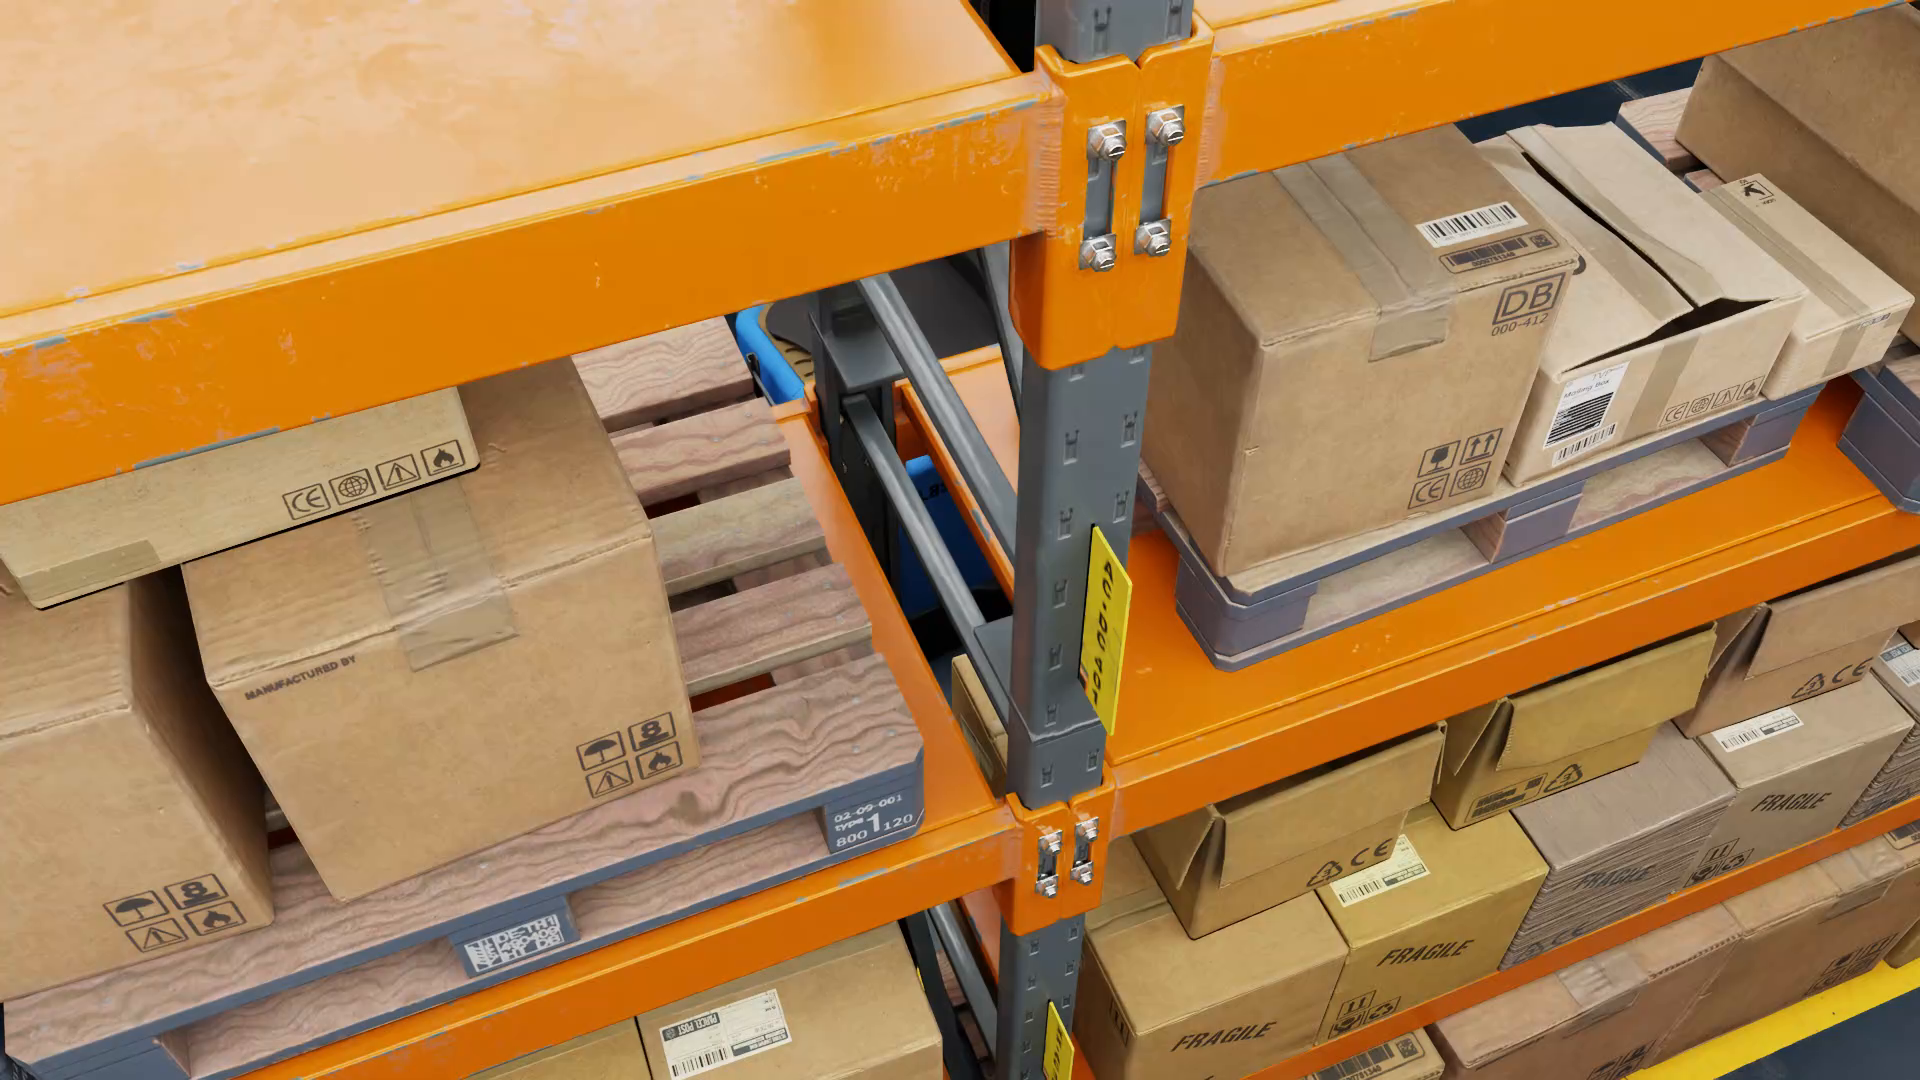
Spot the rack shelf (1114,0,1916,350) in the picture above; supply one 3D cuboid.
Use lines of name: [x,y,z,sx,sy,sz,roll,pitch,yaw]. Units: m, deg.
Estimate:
rack shelf: [1.825,-1.258,2.477,4.000,0.370,1.077,-17,52,-14]

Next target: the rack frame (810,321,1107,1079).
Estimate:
rack frame: [-0.026,0.905,3.836,0.127,3.000,1.000,-17,52,-14]

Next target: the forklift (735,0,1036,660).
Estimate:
forklift: [0.716,-1.338,5.808,3.031,2.935,1.130,-25,54,-20]

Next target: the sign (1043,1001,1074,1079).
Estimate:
sign: [0.185,0.987,3.143,0.005,0.325,0.100,-17,52,-14]

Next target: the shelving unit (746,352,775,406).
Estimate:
shelving unit: [-1.056,0.075,5.785,1.048,1.125,0.538,-21,53,-17]

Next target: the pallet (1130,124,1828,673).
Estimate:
pallet: [0.804,-0.307,3.026,1.217,0.209,0.805,-19,52,-16]

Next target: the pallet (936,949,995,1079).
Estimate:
pallet: [0.659,1.540,5.129,1.213,0.211,1.003,-17,52,-14]

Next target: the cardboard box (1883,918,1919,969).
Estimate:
cardboard box: [3.030,0.497,5.311,0.875,0.875,1.225,-19,52,-16]

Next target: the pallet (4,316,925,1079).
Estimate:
pallet: [-0.788,0.184,2.537,1.213,0.211,1.003,-17,52,-14]

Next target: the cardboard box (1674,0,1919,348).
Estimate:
cardboard box: [1.793,-0.789,2.969,0.637,0.503,0.797,-18,52,-15]

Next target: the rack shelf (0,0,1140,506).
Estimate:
rack shelf: [-1.878,-0.111,1.492,4.000,0.370,1.077,-17,52,-14]

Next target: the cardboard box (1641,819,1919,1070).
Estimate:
cardboard box: [2.202,0.747,5.096,0.875,0.875,1.225,-17,51,-14]

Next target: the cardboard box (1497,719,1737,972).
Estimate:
cardboard box: [1.422,0.628,4.008,0.500,0.500,0.500,-18,52,-15]

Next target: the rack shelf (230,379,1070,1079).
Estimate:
rack shelf: [-1.878,0.736,2.478,4.000,0.370,1.077,-17,52,-14]

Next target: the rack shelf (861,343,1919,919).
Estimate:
rack shelf: [1.825,-0.411,3.464,4.000,0.370,1.077,-17,52,-14]

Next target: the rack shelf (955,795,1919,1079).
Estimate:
rack shelf: [1.825,0.566,4.602,4.000,0.370,1.077,-17,52,-14]

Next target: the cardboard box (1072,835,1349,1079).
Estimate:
cardboard box: [0.494,0.916,3.761,0.500,0.500,0.500,-17,51,-14]

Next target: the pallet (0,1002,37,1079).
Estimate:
pallet: [-1.915,0.531,2.238,1.213,0.211,1.003,-17,52,-14]

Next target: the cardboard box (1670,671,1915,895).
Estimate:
cardboard box: [1.899,0.476,4.139,0.500,0.500,0.500,-16,51,-14]

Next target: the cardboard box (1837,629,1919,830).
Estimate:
cardboard box: [2.370,0.331,4.263,0.500,0.500,0.500,-19,52,-15]

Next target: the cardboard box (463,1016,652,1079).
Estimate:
cardboard box: [-0.816,1.073,3.100,0.500,0.500,0.500,-17,51,-14]

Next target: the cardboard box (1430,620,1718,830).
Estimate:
cardboard box: [1.202,0.168,3.742,0.637,0.503,0.797,-17,51,-14]

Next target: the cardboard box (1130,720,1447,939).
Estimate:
cardboard box: [0.562,0.357,3.580,0.637,0.503,0.797,-18,52,-15]

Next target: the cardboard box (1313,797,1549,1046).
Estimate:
cardboard box: [0.959,0.772,3.885,0.500,0.500,0.500,-17,51,-14]

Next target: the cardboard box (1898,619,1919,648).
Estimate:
cardboard box: [2.389,-0.218,4.074,0.637,0.503,0.797,-16,51,-13]

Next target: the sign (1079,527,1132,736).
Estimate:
sign: [0.185,0.123,2.138,0.005,0.325,0.100,-17,52,-14]

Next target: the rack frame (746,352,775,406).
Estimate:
rack frame: [-0.603,-0.099,5.934,0.032,1.125,0.500,-21,53,-17]

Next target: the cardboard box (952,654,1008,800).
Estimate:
cardboard box: [0.303,0.547,4.078,0.500,0.500,0.500,-17,51,-14]

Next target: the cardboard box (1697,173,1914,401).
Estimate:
cardboard box: [1.409,-0.449,2.910,0.250,0.149,0.380,-19,52,-16]

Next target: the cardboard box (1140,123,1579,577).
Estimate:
cardboard box: [0.507,-0.415,2.650,0.500,0.500,0.700,-16,51,-13]

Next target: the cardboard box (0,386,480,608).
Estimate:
cardboard box: [-0.900,-0.253,1.951,0.500,0.250,0.500,-20,52,-17]

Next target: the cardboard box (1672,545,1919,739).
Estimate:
cardboard box: [1.771,-0.021,3.905,0.637,0.503,0.797,-16,51,-13]

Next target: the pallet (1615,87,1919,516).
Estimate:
pallet: [2.066,-0.613,3.287,1.213,0.211,1.003,-15,51,-13]

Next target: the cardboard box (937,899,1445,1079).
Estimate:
cardboard box: [0.558,1.263,4.653,0.875,0.875,1.225,-17,51,-14]

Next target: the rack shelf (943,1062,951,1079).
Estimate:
rack shelf: [-1.878,1.713,3.616,4.000,0.370,1.077,-17,52,-14]

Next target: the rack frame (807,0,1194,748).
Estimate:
rack frame: [-0.026,-1.049,1.560,0.127,3.000,1.000,-17,52,-14]

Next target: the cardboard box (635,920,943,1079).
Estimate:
cardboard box: [-0.351,0.933,3.221,0.500,0.500,0.500,-16,51,-13]

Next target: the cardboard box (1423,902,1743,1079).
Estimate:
cardboard box: [1.385,1.006,4.873,0.875,0.875,1.225,-19,52,-15]

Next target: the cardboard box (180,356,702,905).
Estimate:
cardboard box: [-0.728,-0.007,2.234,0.500,0.500,0.700,-20,52,-16]

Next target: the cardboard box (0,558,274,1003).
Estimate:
cardboard box: [-1.228,0.144,2.104,0.500,0.500,0.700,-15,51,-12]

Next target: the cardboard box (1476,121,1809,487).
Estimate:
cardboard box: [1.023,-0.431,2.789,0.500,0.311,0.500,-19,52,-15]
